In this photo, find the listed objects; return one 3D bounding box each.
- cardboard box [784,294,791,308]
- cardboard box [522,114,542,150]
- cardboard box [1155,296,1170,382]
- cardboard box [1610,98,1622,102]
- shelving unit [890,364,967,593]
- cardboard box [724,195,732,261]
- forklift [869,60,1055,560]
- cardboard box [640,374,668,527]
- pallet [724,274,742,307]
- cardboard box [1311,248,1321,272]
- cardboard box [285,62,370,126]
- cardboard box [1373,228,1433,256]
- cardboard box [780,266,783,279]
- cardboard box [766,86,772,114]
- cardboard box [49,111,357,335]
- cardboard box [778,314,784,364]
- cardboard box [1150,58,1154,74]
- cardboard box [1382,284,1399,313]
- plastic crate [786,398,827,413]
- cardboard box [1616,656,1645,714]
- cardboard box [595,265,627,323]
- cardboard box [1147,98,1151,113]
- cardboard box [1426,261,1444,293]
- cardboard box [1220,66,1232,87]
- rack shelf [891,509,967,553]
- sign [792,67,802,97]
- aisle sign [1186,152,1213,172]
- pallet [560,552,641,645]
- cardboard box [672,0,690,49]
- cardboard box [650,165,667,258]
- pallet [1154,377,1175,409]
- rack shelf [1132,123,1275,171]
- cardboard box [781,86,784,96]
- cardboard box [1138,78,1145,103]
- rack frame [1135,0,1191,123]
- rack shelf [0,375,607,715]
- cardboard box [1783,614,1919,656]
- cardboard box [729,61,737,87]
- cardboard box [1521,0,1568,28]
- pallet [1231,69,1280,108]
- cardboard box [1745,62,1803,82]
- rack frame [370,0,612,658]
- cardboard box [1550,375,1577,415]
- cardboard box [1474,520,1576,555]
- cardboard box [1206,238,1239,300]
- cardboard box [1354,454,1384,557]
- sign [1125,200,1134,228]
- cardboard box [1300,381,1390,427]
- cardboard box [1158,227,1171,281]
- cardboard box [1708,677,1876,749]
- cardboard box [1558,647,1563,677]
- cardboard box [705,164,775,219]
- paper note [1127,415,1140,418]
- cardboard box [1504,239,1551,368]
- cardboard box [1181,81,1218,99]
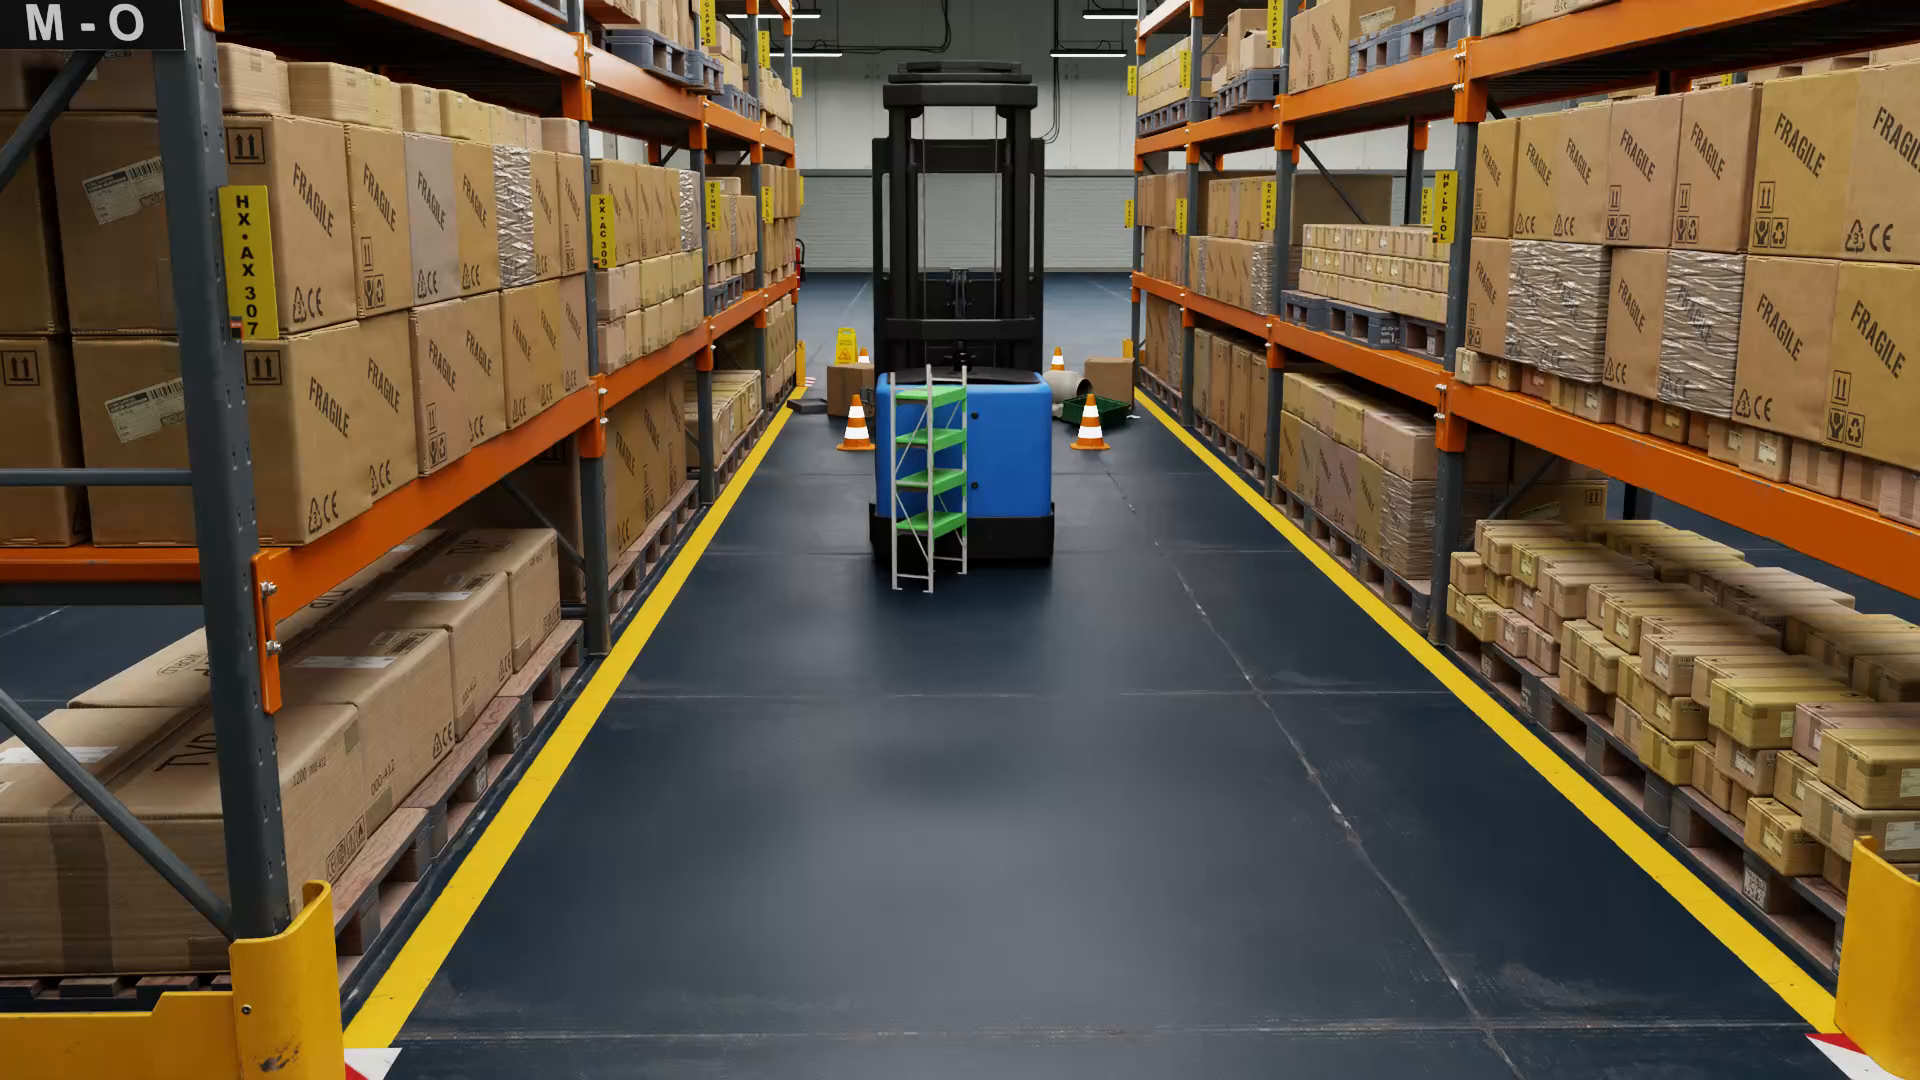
[{"bbox_3d":[-2.059,-2.623,18.288,0.380,0.149,0.250,0,11,0],"label":"cardboard box"},{"bbox_3d":[-1.942,-1.669,6.846,0.380,0.149,0.250,0,11,0],"label":"cardboard box"},{"bbox_3d":[2.636,-2.206,18.177,0.875,0.875,0.875,0,11,-2],"label":"cardboard box"},{"bbox_3d":[7.244,-4.683,17.929,0.380,0.149,0.250,0,11,-1],"label":"cardboard box"},{"bbox_3d":[-0.168,-0.352,9.268,0.258,1.200,0.503,5,13,22],"label":"shelving unit"},{"bbox_3d":[-2.059,-2.420,12.890,0.500,0.500,0.500,0,11,0],"label":"cardboard box"},{"bbox_3d":[-0.019,-1.562,10.885,1.130,2.935,3.031,0,11,-2],"label":"forklift"},{"bbox_3d":[-2.300,-0.570,10.112,0.875,0.875,0.875,0,11,0],"label":"cardboard box"},{"bbox_3d":[-2.327,-2.020,13.453,1.003,0.211,1.213,0,11,-1],"label":"pallet"},{"bbox_3d":[2.518,-1.838,10.904,0.380,0.149,0.250,0,11,2],"label":"cardboard box"},{"bbox_3d":[-1.778,-1.163,4.348,0.380,0.149,0.250,0,11,1],"label":"cardboard box"},{"bbox_3d":[2.554,-1.678,9.365,0.380,0.149,0.250,-1,11,-4],"label":"cardboard box"},{"bbox_3d":[-2.093,-2.860,17.744,0.380,0.149,0.250,0,11,-2],"label":"cardboard box"},{"bbox_3d":[-2.084,-4.249,16.043,0.500,0.250,0.500,0,11,-2],"label":"cardboard box"},{"bbox_3d":[-1.805,-0.766,4.023,0.500,0.500,0.500,0,11,-2],"label":"cardboard box"},{"bbox_3d":[-2.102,-2.069,17.187,0.500,0.500,0.500,0,11,2],"label":"cardboard box"},{"bbox_3d":[2.245,-5.074,17.799,0.380,0.149,0.250,0,11,-2],"label":"cardboard box"},{"bbox_3d":[2.552,-1.333,9.160,0.380,0.149,0.250,-1,11,-4],"label":"cardboard box"},{"bbox_3d":[-1.541,-1.400,17.259,0.402,0.080,0.583,-4,12,-21],"label":"plastic crate"},{"bbox_3d":[2.547,0.514,5.847,0.380,0.149,0.250,0,11,2],"label":"cardboard box"},{"bbox_3d":[-1.890,-1.185,7.978,0.500,0.250,0.500,-1,11,-3],"label":"cardboard box"},{"bbox_3d":[2.239,-4.733,18.122,0.380,0.149,0.250,0,11,-1],"label":"cardboard box"},{"bbox_3d":[2.572,-1.325,8.372,0.380,0.149,0.250,0,11,-1],"label":"cardboard box"},{"bbox_3d":[2.388,-3.878,13.910,0.380,0.149,0.250,0,11,-1],"label":"cardboard box"},{"bbox_3d":[-0.168,-0.055,9.330,0.258,0.148,0.480,5,13,22],"label":"rack shelf"},{"bbox_3d":[-1.856,-5.213,18.939,0.100,0.325,0.005,0,11,-1],"label":"sign"},{"bbox_3d":[2.834,-4.640,19.350,0.394,0.787,0.004,0,11,-1],"label":"aisle sign"},{"bbox_3d":[-2.254,0.288,8.607,1.003,0.211,1.213,0,11,-1],"label":"pallet"},{"bbox_3d":[-2.035,-3.249,10.179,0.700,0.500,0.500,-1,11,-4],"label":"cardboard box"},{"bbox_3d":[-1.948,-1.856,9.399,0.500,0.500,0.500,0,11,-2],"label":"cardboard box"},{"bbox_3d":[2.653,-1.584,17.836,1.003,0.211,1.213,0,11,-1],"label":"pallet"},{"bbox_3d":[2.577,-4.071,17.346,1.077,0.370,4.000,0,11,-1],"label":"rack shelf"},{"bbox_3d":[-2.118,-4.880,18.152,0.380,0.149,0.250,0,11,-2],"label":"cardboard box"},{"bbox_3d":[2.289,-5.051,18.690,0.500,0.250,0.500,0,11,-1],"label":"cardboard box"},{"bbox_3d":[2.536,-6.291,18.936,1.000,3.000,0.127,0,11,-1],"label":"rack frame"},{"bbox_3d":[-2.122,-0.175,5.687,1.077,0.370,4.000,0,11,-1],"label":"rack shelf"},{"bbox_3d":[3.148,0.362,5.847,0.380,0.149,0.250,0,11,0],"label":"cardboard box"},{"bbox_3d":[-2.166,-3.902,14.024,0.500,0.250,0.500,0,11,0],"label":"cardboard box"},{"bbox_3d":[2.549,-2.170,6.542,0.500,0.250,0.500,0,11,-2],"label":"cardboard box"},{"bbox_3d":[2.635,-3.266,12.044,1.213,0.211,1.003,0,11,1],"label":"pallet"},{"bbox_3d":[7.490,-4.189,14.802,0.797,0.503,0.637,-1,11,-4],"label":"cardboard box"},{"bbox_3d":[-2.163,-0.925,7.575,1.000,3.000,0.127,0,11,-1],"label":"rack frame"},{"bbox_3d":[2.540,-0.577,6.489,0.380,0.149,0.250,0,11,0],"label":"cardboard box"},{"bbox_3d":[2.584,0.003,7.616,0.380,0.149,0.250,0,11,1],"label":"cardboard box"},{"bbox_3d":[2.379,-2.300,14.098,0.500,0.500,0.500,0,11,-1],"label":"cardboard box"},{"bbox_3d":[2.506,-0.195,9.204,0.500,0.500,0.500,-1,11,-2],"label":"cardboard box"},{"bbox_3d":[1.981,-3.813,19.433,0.100,0.325,0.005,0,11,-1],"label":"sign"},{"bbox_3d":[2.484,-0.870,10.649,0.500,0.250,0.500,0,11,-2],"label":"cardboard box"},{"bbox_3d":[2.560,-3.025,17.547,0.875,0.550,0.500,0,11,-1],"label":"cardboard box"},{"bbox_3d":[2.522,0.524,5.050,0.380,0.149,0.250,0,11,-2],"label":"cardboard box"},{"bbox_3d":[2.628,0.505,6.639,0.380,0.149,0.250,-1,11,-4],"label":"cardboard box"},{"bbox_3d":[-2.121,-3.289,15.711,0.700,0.500,0.500,0,11,-2],"label":"cardboard box"},{"bbox_3d":[1.699,-1.231,16.549,0.147,0.020,0.142,-10,15,-40],"label":"paper note"},{"bbox_3d":[2.560,-0.963,6.760,0.500,0.500,0.500,0,11,-1],"label":"cardboard box"},{"bbox_3d":[2.291,-4.229,15.639,0.380,0.149,0.250,0,11,-1],"label":"cardboard box"}]
